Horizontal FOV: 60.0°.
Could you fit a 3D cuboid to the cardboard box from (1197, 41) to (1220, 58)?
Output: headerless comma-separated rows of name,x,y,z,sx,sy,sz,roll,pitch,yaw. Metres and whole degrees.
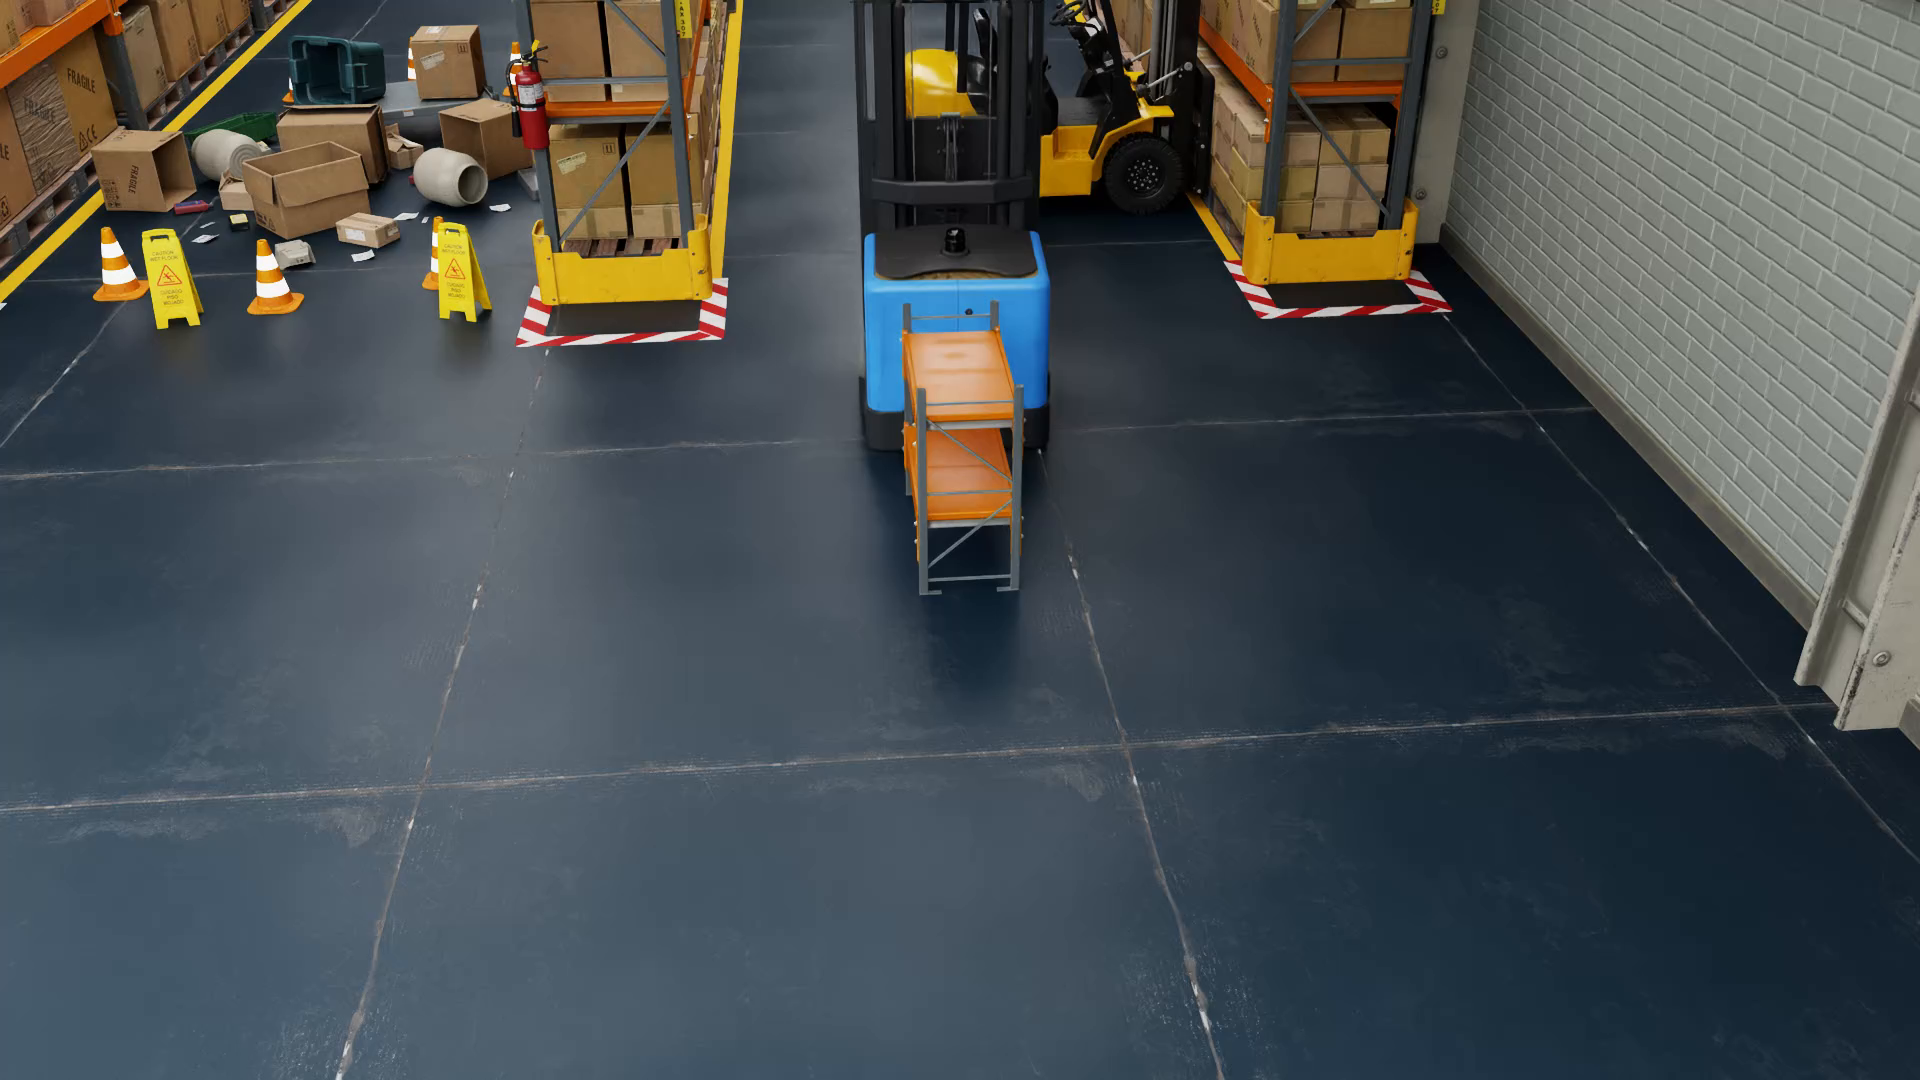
cardboard box,2.079,-3.914,13.674,0.500,0.250,0.500,-2,31,-3

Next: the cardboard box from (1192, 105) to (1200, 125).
cardboard box,2.120,-3.442,13.372,0.500,0.250,0.500,-3,31,-5

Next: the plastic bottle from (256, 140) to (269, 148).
plastic bottle,-6.081,-3.403,14.388,0.133,0.061,0.283,-20,36,-30

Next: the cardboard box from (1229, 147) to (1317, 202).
cardboard box,2.268,-2.668,12.075,0.500,0.250,0.500,-3,31,-5

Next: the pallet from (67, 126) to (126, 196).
pallet,-7.616,-3.144,13.808,1.003,0.211,1.213,-3,31,-5

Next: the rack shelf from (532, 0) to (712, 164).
rack shelf,-2.504,-3.692,12.708,1.077,0.370,4.000,-3,31,-5

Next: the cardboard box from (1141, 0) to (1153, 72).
cardboard box,2.191,-4.688,15.580,0.875,0.625,0.625,-1,31,-2

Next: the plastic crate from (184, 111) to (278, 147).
plastic crate,-6.289,-3.525,14.412,0.450,0.188,0.662,4,30,26

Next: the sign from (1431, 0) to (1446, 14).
sign,3.178,-3.649,11.012,0.100,0.325,0.005,-3,31,-5

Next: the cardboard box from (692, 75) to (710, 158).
cardboard box,-2.212,-3.262,12.827,0.500,0.500,0.500,-2,31,-4

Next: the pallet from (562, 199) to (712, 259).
pallet,-2.365,-2.238,12.291,1.003,0.211,1.213,-3,31,-5

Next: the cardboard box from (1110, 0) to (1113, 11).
cardboard box,1.991,-5.812,17.462,0.875,0.625,0.625,-2,31,-3

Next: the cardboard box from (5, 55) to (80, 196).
cardboard box,-7.532,-3.217,12.873,0.875,0.875,0.875,-3,31,-4

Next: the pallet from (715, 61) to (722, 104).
pallet,-2.765,-4.222,15.613,1.003,0.211,1.213,-3,31,-5

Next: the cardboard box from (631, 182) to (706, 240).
cardboard box,-2.117,-2.405,12.123,0.500,0.250,0.500,-3,31,-5

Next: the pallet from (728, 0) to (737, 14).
pallet,-3.063,-6.273,19.047,1.003,0.211,1.213,-3,31,-5

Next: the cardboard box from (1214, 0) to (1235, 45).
cardboard box,2.230,-4.028,12.471,0.500,0.500,0.500,-3,31,-6

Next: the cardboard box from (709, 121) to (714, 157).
cardboard box,-2.265,-3.202,13.457,0.500,0.250,0.500,-2,31,-4

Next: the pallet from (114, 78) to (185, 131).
pallet,-7.757,-3.926,15.118,1.003,0.211,1.213,-3,31,-5

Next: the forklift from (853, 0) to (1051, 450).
forklift,-0.075,-2.491,10.063,1.130,2.935,3.031,-1,31,-2

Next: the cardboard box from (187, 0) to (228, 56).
cardboard box,-7.931,-5.229,16.363,1.050,0.750,0.750,-2,31,-4

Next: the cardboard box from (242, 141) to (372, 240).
cardboard box,-5.002,-2.684,12.752,0.637,0.503,0.797,27,40,37

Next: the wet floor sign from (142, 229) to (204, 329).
wet floor sign,-5.262,-1.760,11.068,0.267,0.644,0.232,-8,32,-13

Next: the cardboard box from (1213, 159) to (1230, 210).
cardboard box,2.229,-2.698,12.614,0.500,0.250,0.500,-3,31,-5

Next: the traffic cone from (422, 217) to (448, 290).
traffic cone,-3.641,-2.048,11.728,0.336,0.463,0.334,-3,31,-5

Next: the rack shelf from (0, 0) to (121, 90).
rack shelf,-7.423,-3.403,12.224,1.077,0.370,4.000,-3,31,-5

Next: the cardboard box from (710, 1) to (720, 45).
cardboard box,-2.879,-5.064,16.455,0.950,0.372,0.625,-2,31,-3

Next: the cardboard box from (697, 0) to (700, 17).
cardboard box,-2.259,-4.246,13.179,0.380,0.149,0.250,-3,31,-5

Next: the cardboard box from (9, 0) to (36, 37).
cardboard box,-7.556,-4.049,12.457,0.875,0.550,0.550,-3,31,-5

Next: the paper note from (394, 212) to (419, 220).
paper note,-4.317,-2.528,12.964,0.148,0.019,0.142,8,32,13

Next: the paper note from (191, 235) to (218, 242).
paper note,-5.688,-2.276,12.533,0.144,0.017,0.142,8,32,13

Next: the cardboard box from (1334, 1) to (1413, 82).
cardboard box,2.855,-3.529,11.635,0.500,0.500,0.500,-2,31,-3

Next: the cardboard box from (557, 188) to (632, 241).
cardboard box,-2.663,-2.392,12.101,0.500,0.250,0.500,-3,31,-5

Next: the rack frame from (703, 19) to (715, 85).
rack frame,-2.691,-5.022,14.233,1.000,3.000,0.127,-3,31,-5

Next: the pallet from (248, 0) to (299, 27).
pallet,-8.055,-5.977,18.551,1.003,0.211,1.213,-3,31,-5

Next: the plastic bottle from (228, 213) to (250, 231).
plastic bottle,-5.554,-2.455,12.801,0.133,0.061,0.283,-14,33,-22

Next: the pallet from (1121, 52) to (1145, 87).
pallet,2.143,-4.439,15.976,1.003,0.211,1.213,-3,31,-5

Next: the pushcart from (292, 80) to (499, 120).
pushcart,-4.956,-3.761,14.679,1.648,0.377,0.936,-14,33,-22

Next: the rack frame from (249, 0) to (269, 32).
rack frame,-7.983,-6.775,17.168,1.000,3.000,0.127,-3,31,-5

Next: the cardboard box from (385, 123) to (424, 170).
cardboard box,-4.751,-3.329,14.065,0.396,0.266,0.258,27,40,37

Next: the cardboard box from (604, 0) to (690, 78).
cardboard box,-2.085,-3.406,11.139,0.500,0.500,0.500,-3,31,-5

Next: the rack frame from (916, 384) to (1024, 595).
rack frame,0.047,-0.227,8.033,0.500,1.125,0.032,-3,31,-5

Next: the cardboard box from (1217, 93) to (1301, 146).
cardboard box,2.218,-3.129,12.361,0.500,0.250,0.500,-2,31,-4

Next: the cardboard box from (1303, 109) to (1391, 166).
cardboard box,2.768,-2.903,11.982,0.500,0.250,0.500,-3,31,-5

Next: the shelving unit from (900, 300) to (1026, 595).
shelving unit,-0.001,-0.486,8.467,0.538,1.125,1.048,-3,31,-5

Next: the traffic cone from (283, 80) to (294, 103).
traffic cone,-6.231,-4.401,15.667,0.336,0.463,0.334,-3,31,-5

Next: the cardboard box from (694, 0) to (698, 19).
cardboard box,-2.241,-4.189,12.451,0.500,0.500,0.500,-3,31,-6

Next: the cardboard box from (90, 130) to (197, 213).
cardboard box,-6.443,-2.918,13.145,0.500,0.500,0.500,2,31,4

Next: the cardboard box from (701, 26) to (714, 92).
cardboard box,-2.368,-4.055,14.154,0.500,0.500,0.500,-3,31,-5
